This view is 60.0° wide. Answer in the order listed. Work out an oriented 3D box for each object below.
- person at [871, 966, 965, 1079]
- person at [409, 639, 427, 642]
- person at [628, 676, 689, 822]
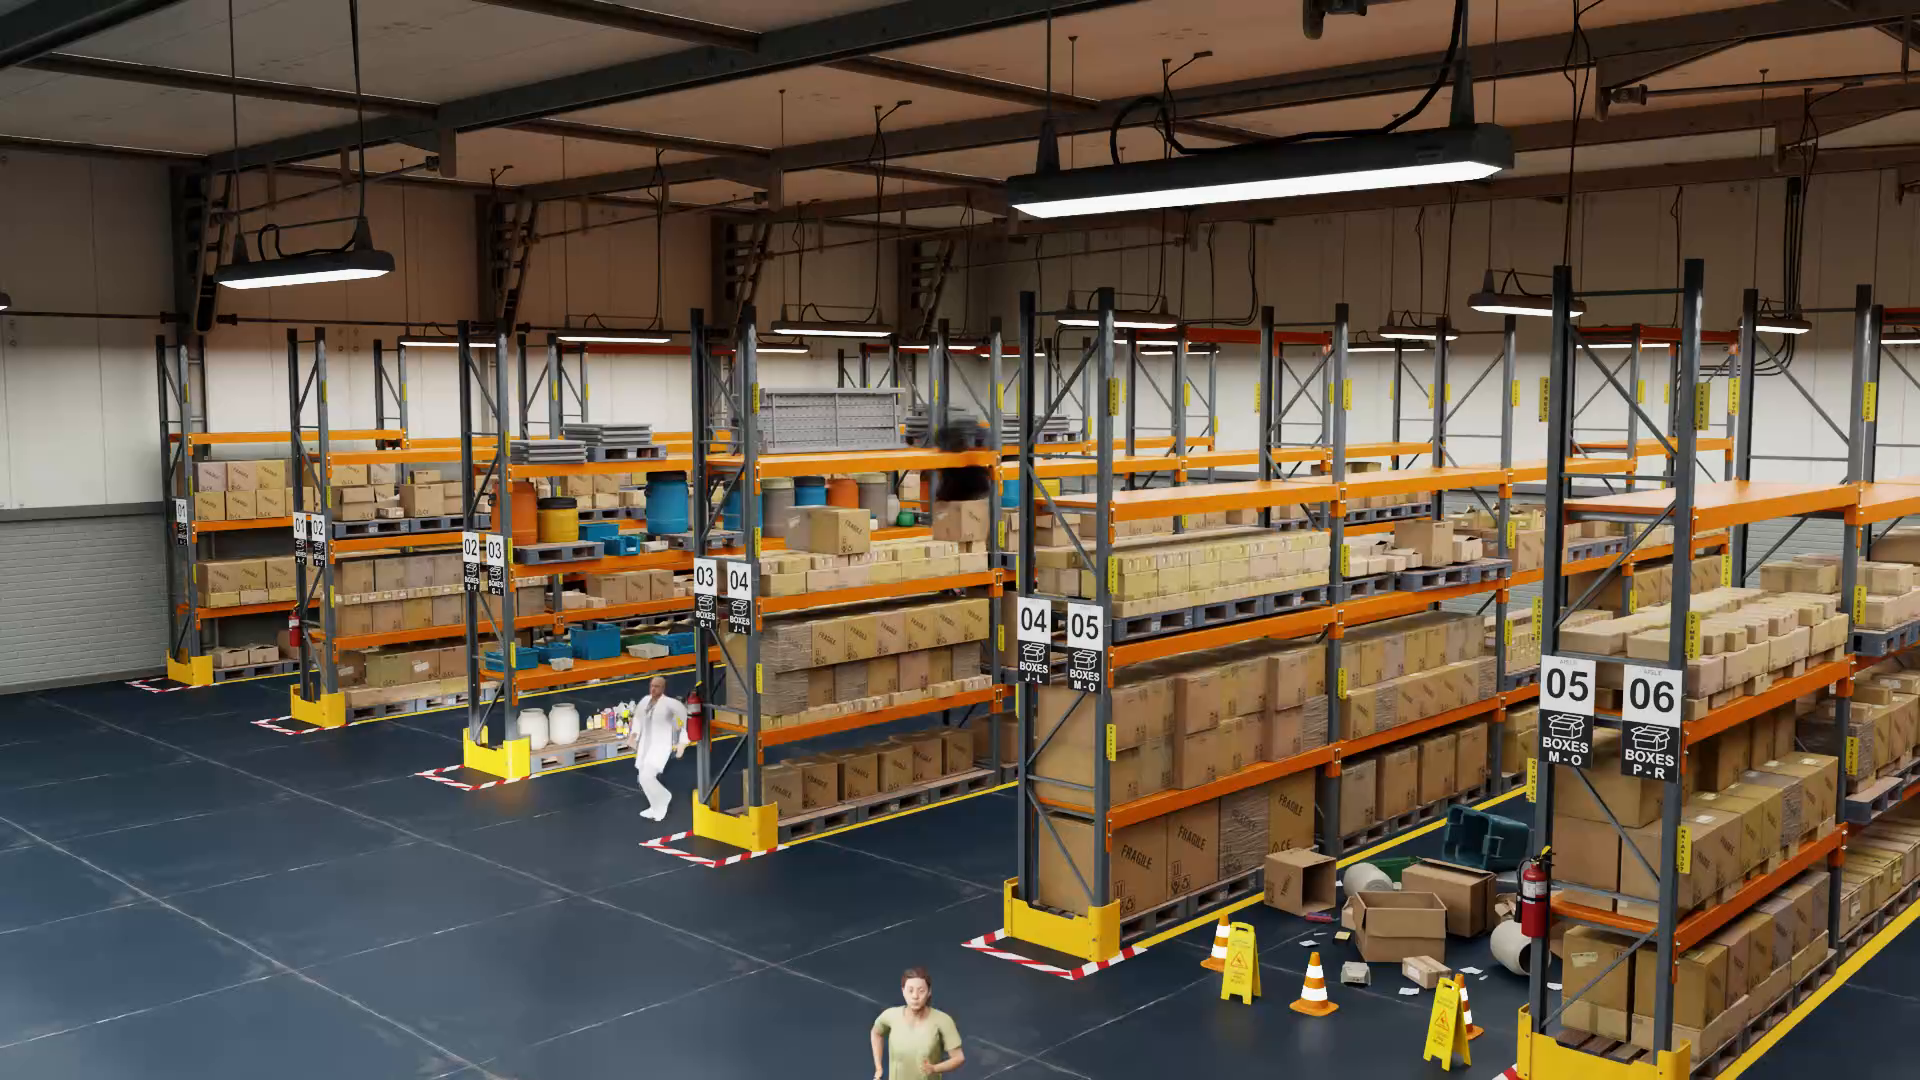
[{"bbox_3d":[-0.257,3.373,9.970,0.573,1.659,0.964,0,5,0],"label":"person"},{"bbox_3d":[-9.270,1.625,28.641,0.694,1.731,0.693,4,6,34],"label":"person"},{"bbox_3d":[-3.566,2.463,19.577,0.777,1.742,0.647,3,6,32],"label":"person"}]
